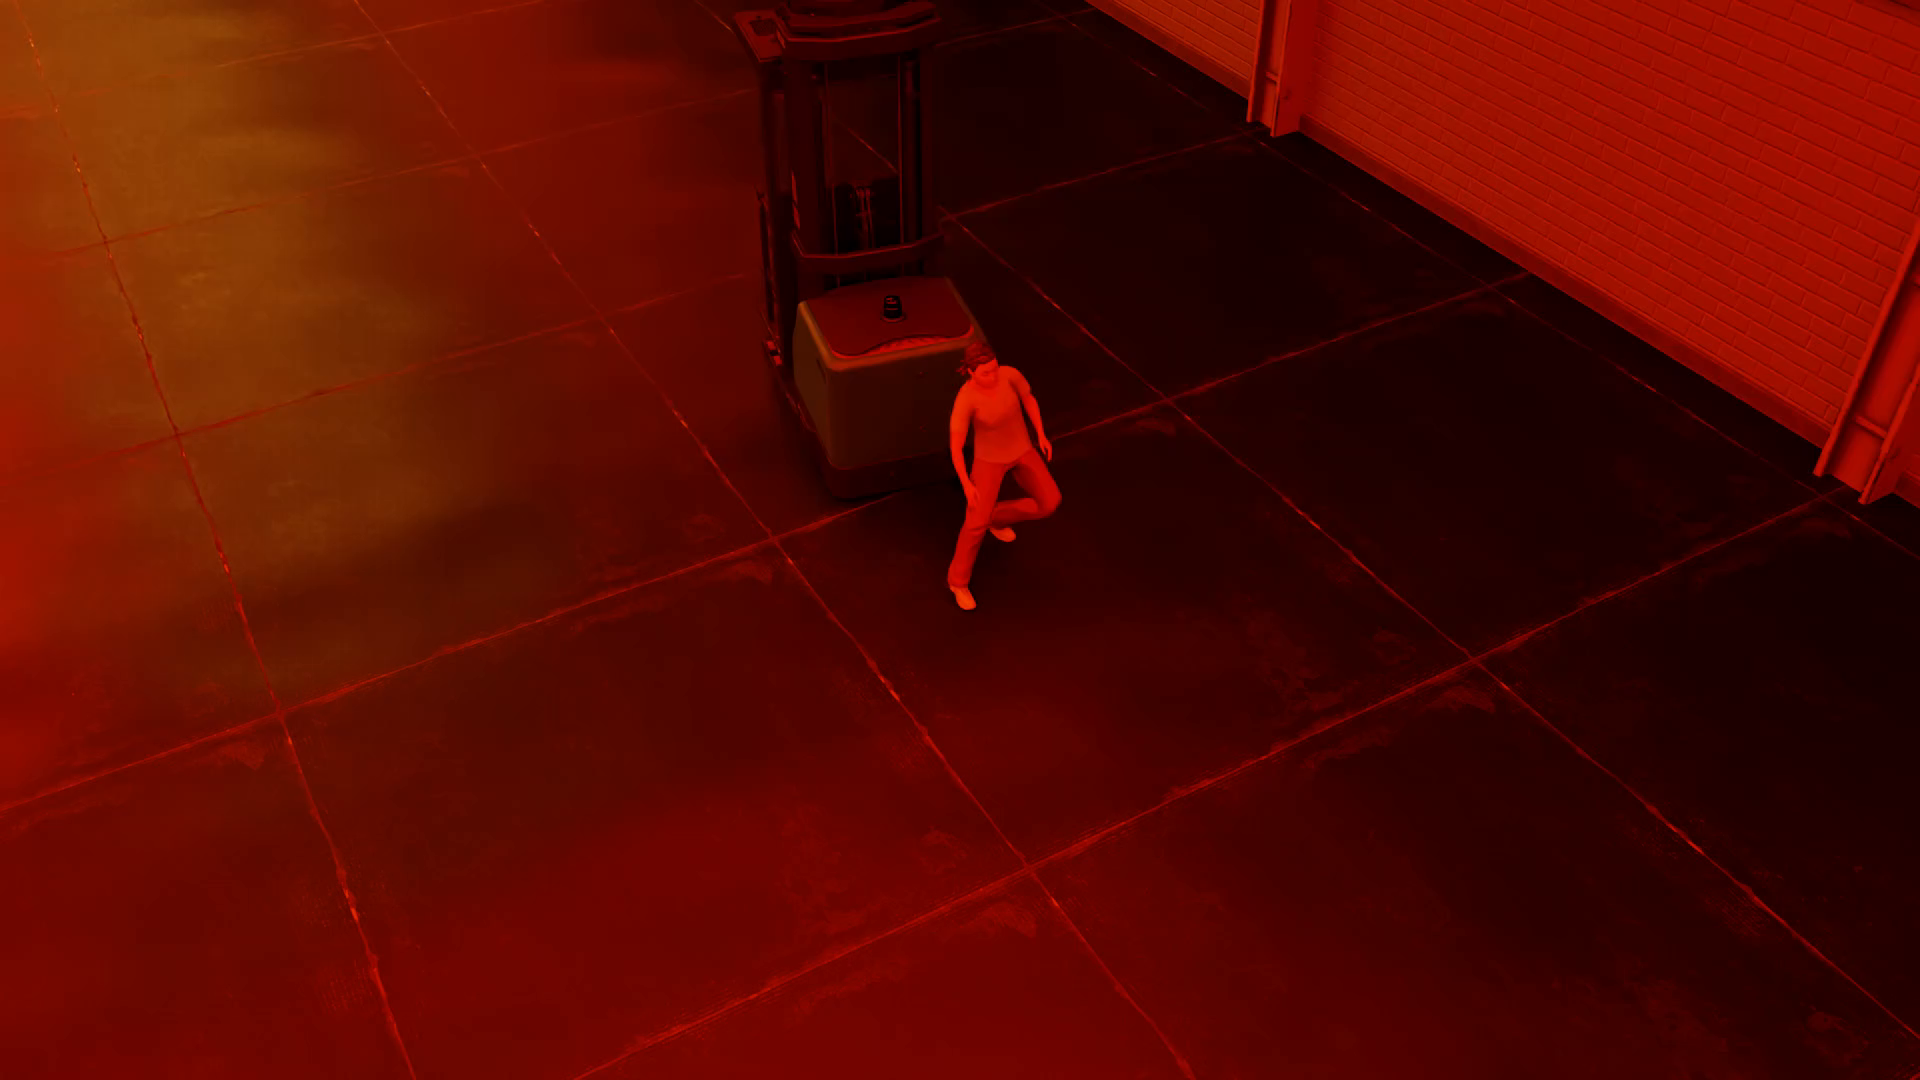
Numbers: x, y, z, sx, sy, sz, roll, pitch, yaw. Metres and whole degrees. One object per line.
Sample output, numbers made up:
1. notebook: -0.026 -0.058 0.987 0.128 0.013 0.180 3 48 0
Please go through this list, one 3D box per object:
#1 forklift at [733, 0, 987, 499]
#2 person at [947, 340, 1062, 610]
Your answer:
1. forklift: -0.768 -2.336 10.853 1.130 2.935 3.031 -12 41 -14
2. person: 0.201 -0.430 9.644 0.709 1.534 0.645 -18 43 -21
